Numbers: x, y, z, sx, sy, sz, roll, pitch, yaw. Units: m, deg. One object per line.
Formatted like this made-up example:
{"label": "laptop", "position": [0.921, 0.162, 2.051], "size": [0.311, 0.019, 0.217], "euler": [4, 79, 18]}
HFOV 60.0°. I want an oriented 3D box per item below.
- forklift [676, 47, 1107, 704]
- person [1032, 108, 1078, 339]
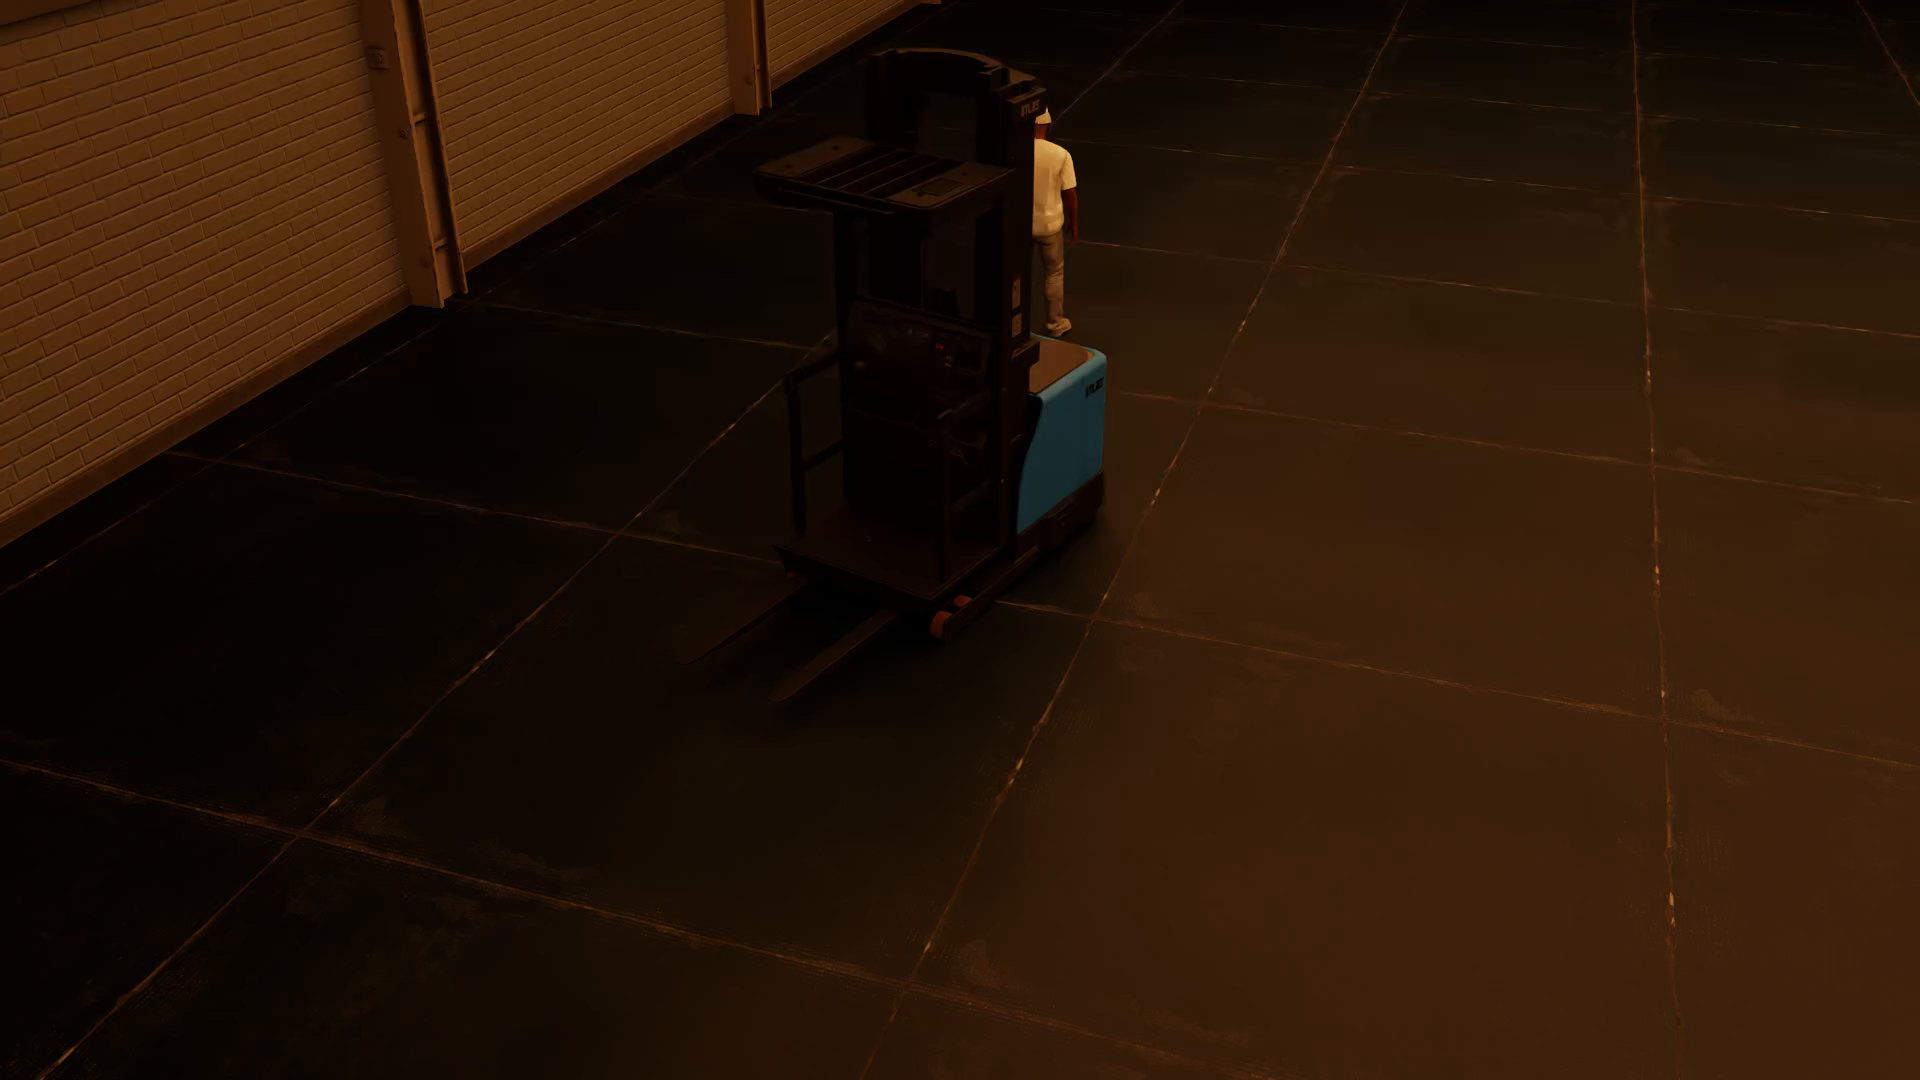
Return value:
{"label": "forklift", "position": [-0.347, -0.987, 8.869], "size": [1.130, 2.935, 3.031], "euler": [18, 34, 29]}
{"label": "person", "position": [0.576, -2.387, 12.511], "size": [0.626, 1.759, 0.463], "euler": [5, 30, 8]}
